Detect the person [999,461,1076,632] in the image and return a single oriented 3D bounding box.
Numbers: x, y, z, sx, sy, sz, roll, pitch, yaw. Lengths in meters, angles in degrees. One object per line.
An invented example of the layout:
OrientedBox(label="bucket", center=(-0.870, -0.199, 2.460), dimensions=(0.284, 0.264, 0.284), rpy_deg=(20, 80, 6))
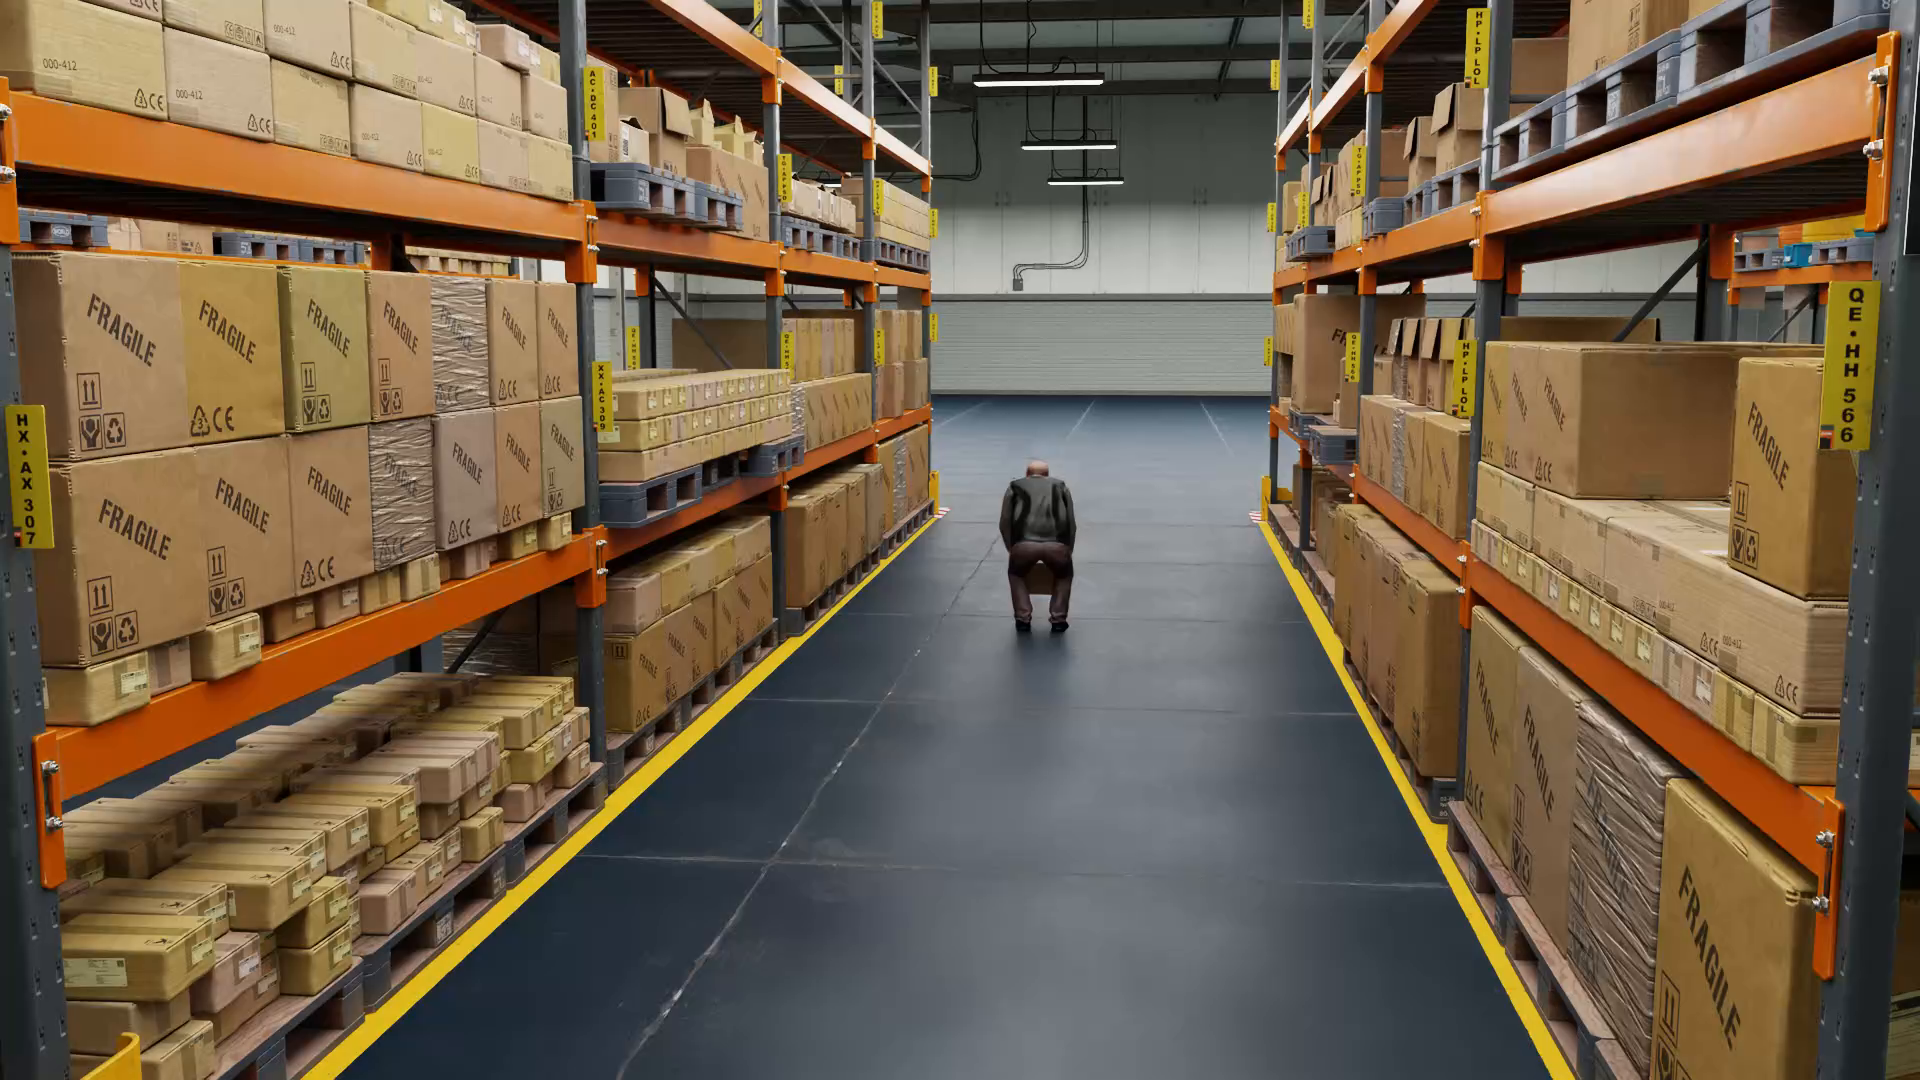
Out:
OrientedBox(label="person", center=(0.571, 0.046, 12.422), dimensions=(0.583, 1.232, 0.789), rpy_deg=(1, 8, 6))
